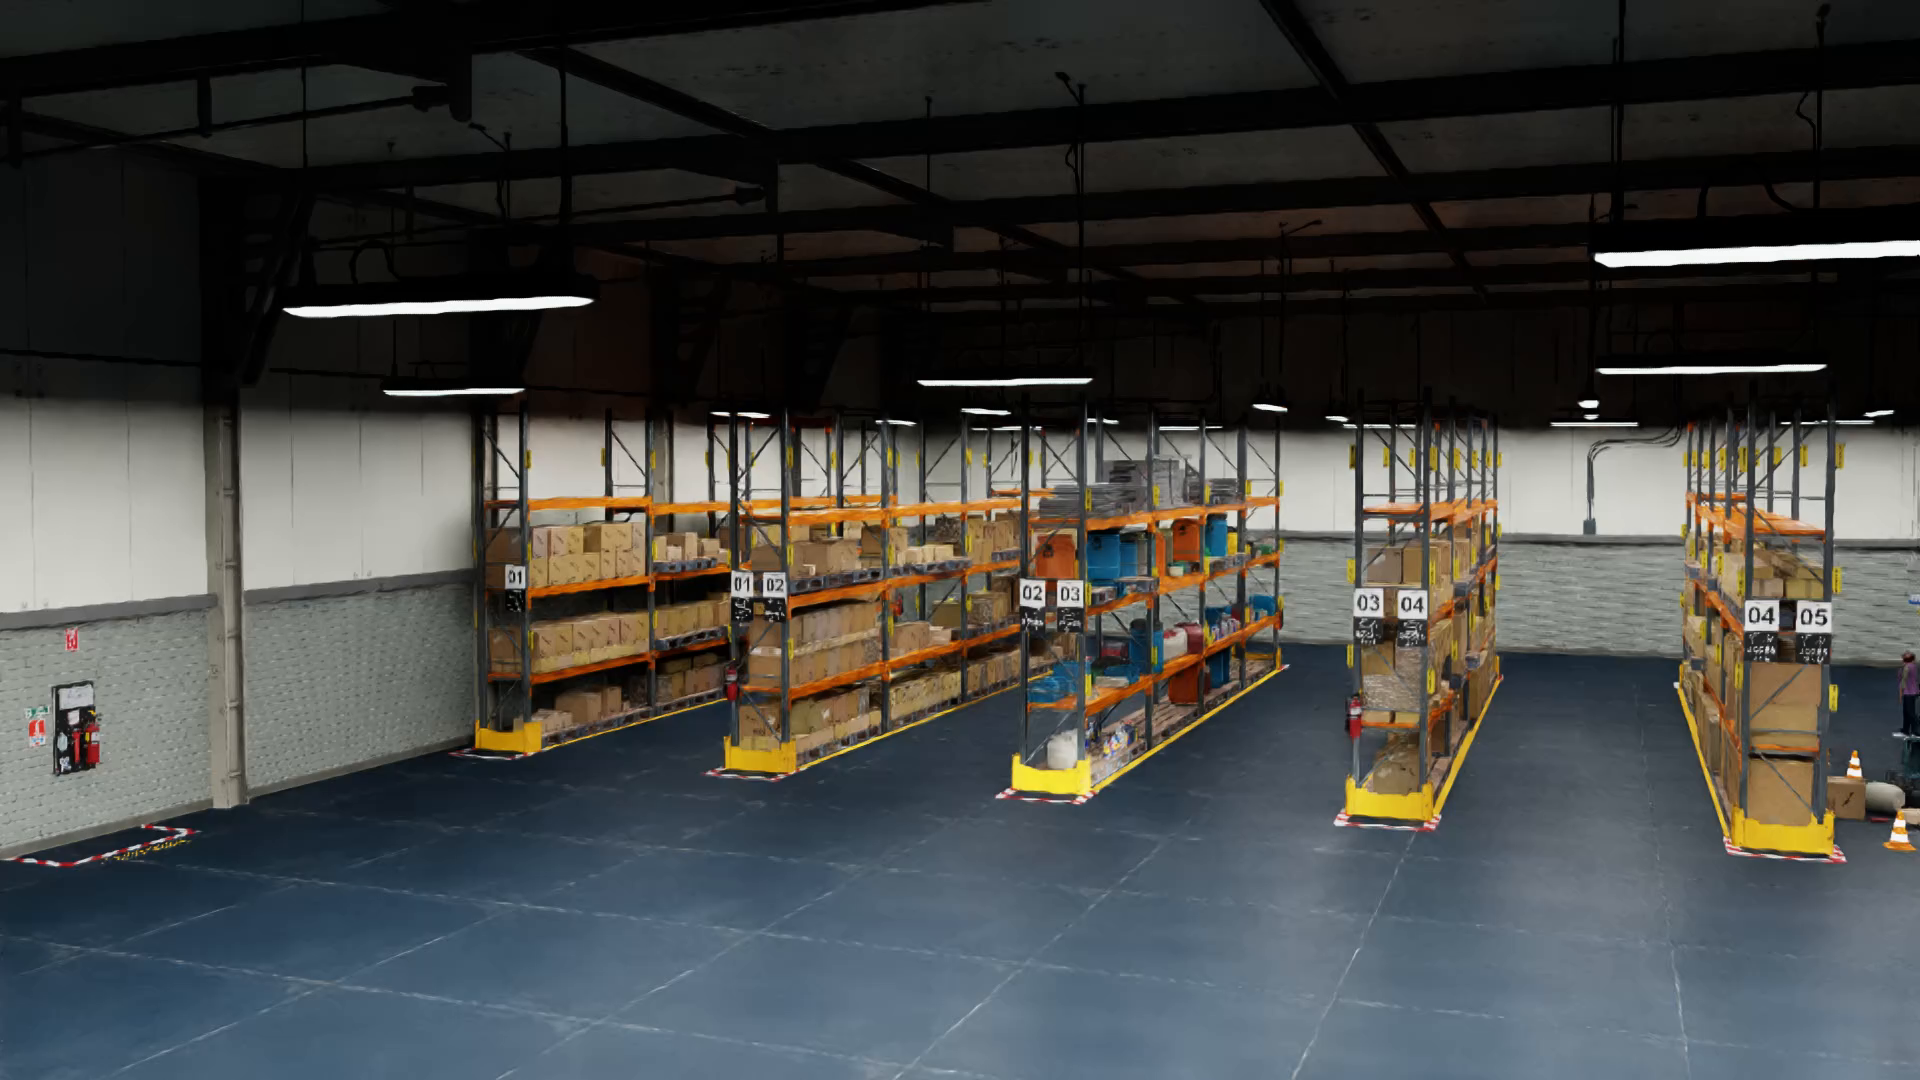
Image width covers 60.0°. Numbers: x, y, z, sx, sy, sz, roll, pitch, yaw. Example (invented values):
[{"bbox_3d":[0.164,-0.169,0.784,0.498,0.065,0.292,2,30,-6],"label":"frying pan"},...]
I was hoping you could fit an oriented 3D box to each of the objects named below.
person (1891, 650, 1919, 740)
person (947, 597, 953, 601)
[{"bbox_3d":[16.884,2.755,29.640,0.524,1.578,0.532,-3,4,-44],"label":"person"},{"bbox_3d":[-0.191,2.213,39.773,0.575,1.689,1.128,1,3,19],"label":"person"}]
